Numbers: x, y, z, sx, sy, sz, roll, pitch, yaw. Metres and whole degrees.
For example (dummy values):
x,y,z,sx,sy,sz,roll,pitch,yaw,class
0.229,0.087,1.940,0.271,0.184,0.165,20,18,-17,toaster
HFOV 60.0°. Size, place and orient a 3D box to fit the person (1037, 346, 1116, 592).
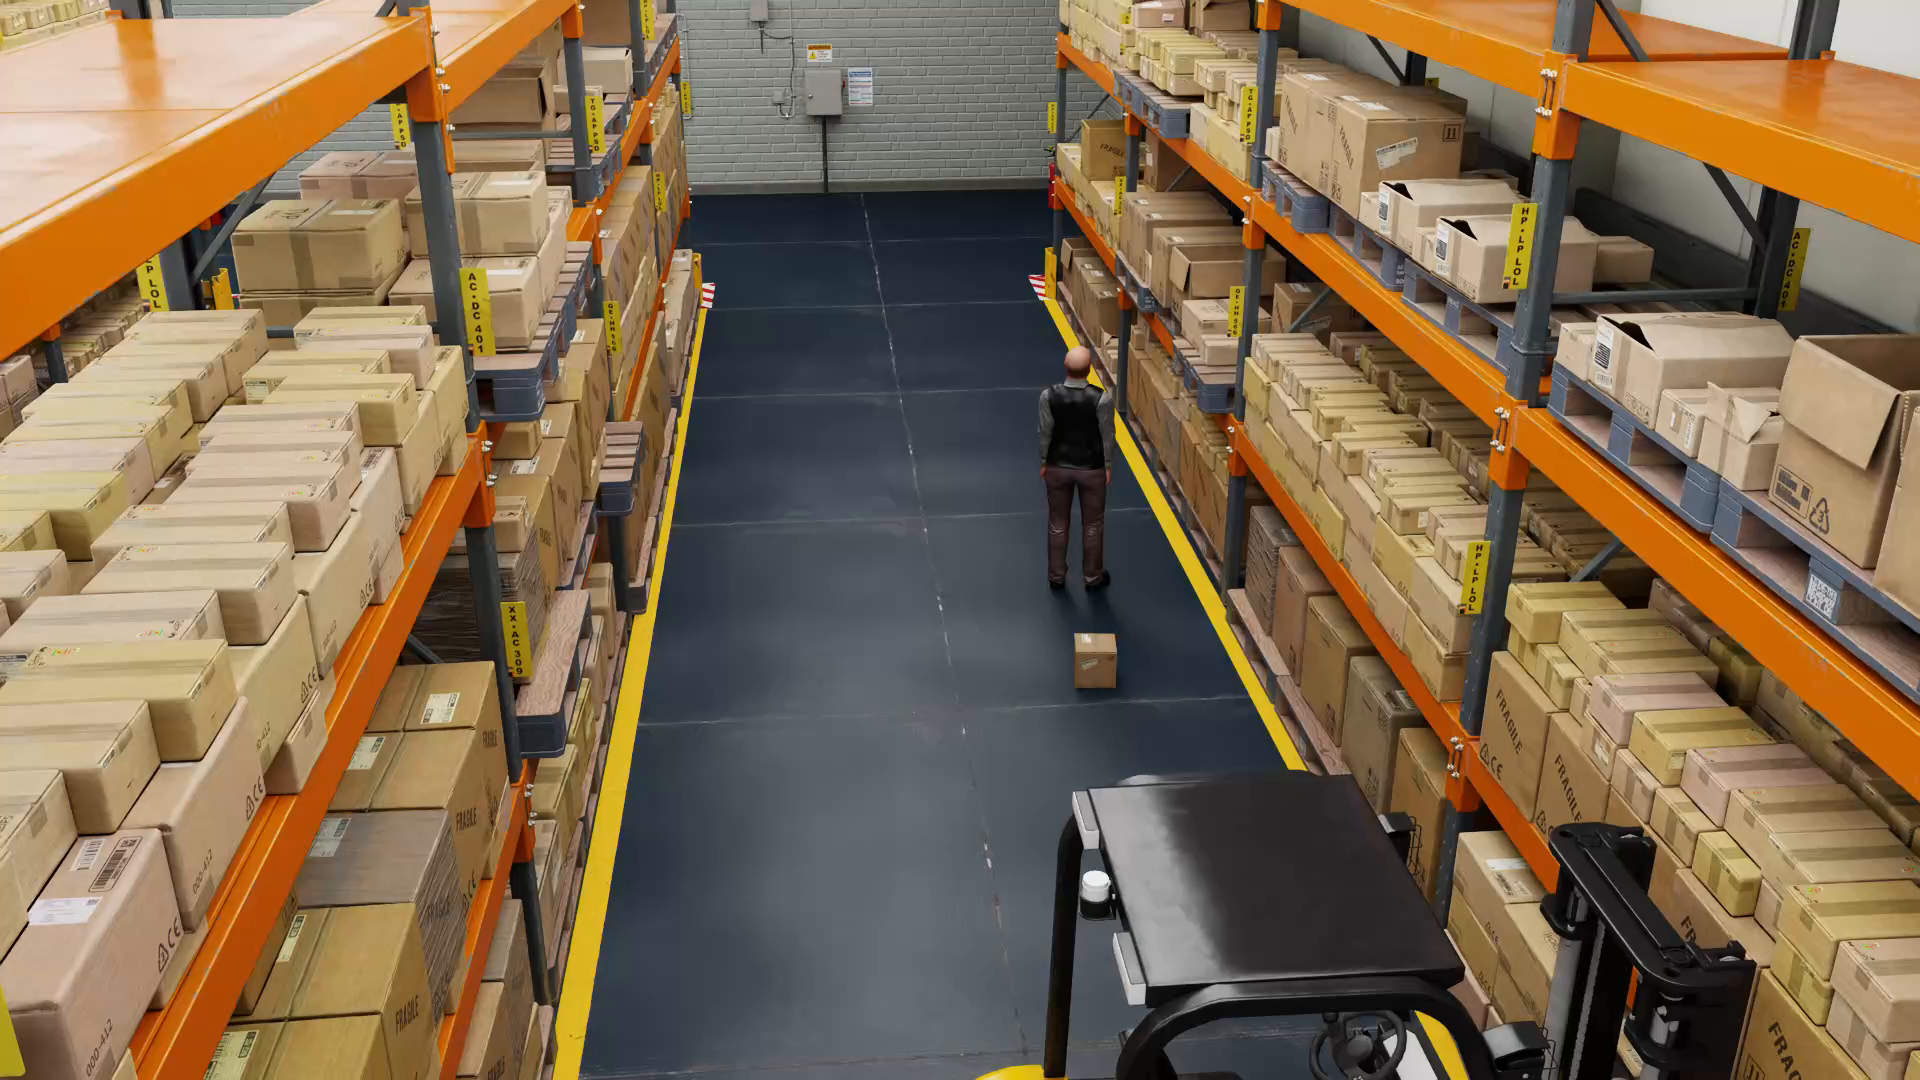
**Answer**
x,y,z,sx,sy,sz,roll,pitch,yaw,class
0.784,-0.483,11.234,0.527,1.725,0.356,5,24,10,person
